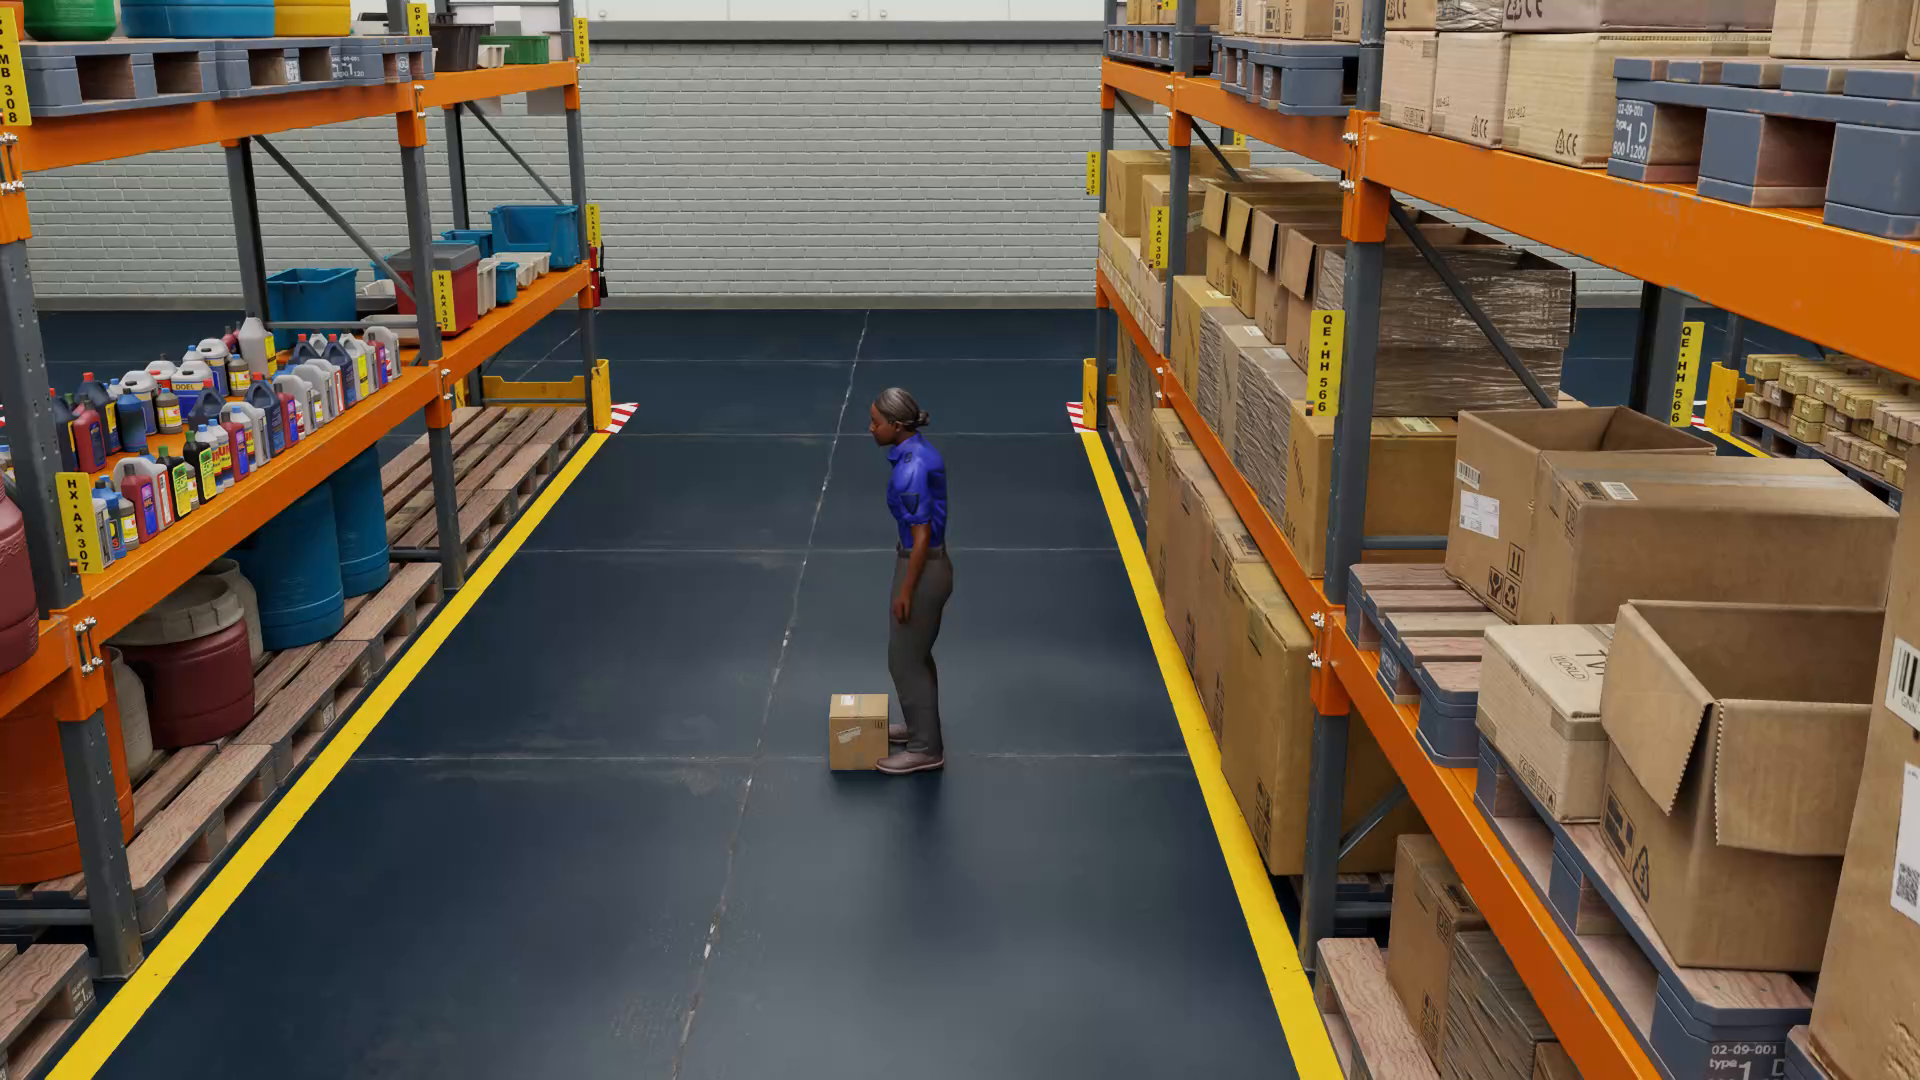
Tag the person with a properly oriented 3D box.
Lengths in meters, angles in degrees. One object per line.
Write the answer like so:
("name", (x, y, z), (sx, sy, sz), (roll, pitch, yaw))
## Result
("person", (-0.201, 0.160, 7.039), (0.349, 1.654, 0.504), (0, 17, 1))
